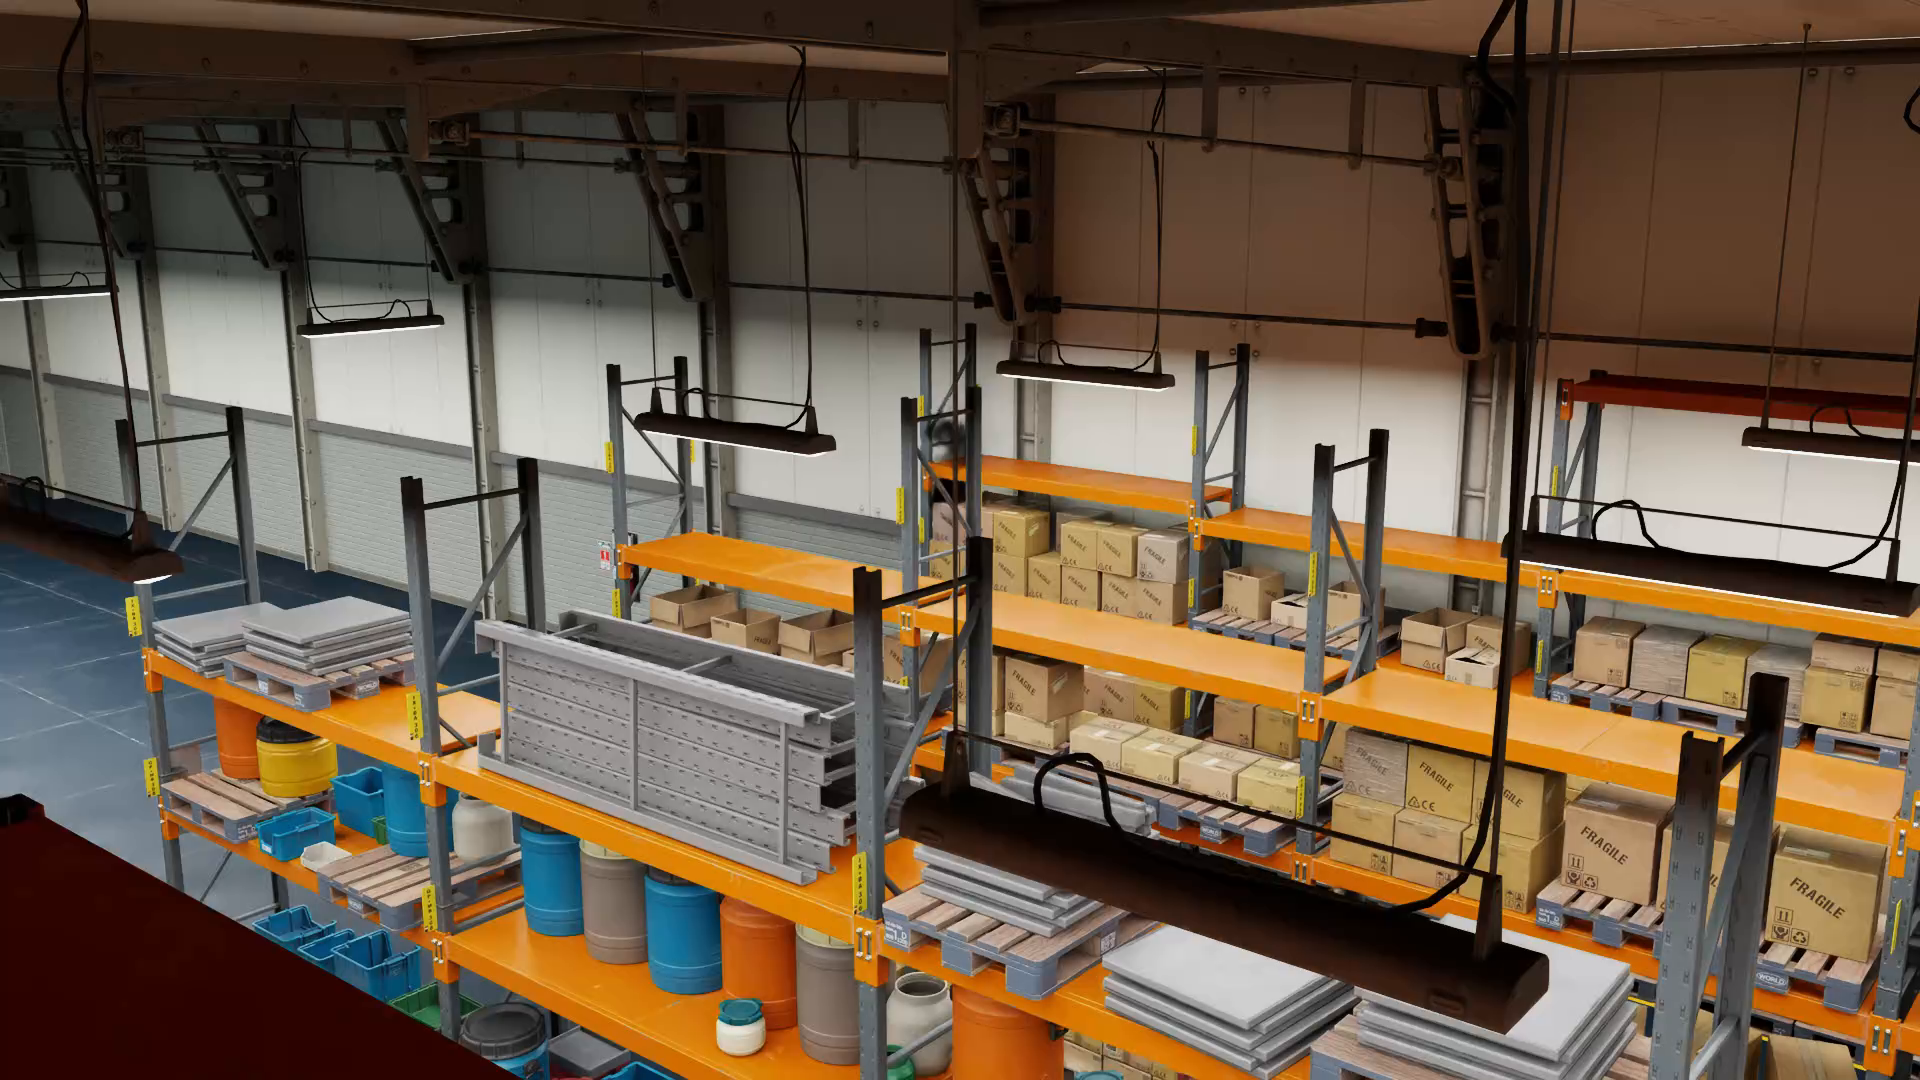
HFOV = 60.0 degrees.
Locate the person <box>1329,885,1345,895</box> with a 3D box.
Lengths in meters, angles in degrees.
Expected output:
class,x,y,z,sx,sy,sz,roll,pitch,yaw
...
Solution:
class,x,y,z,sx,sy,sz,roll,pitch,yaw
person,3.496,3.784,15.759,0.510,1.643,0.545,8,15,33
